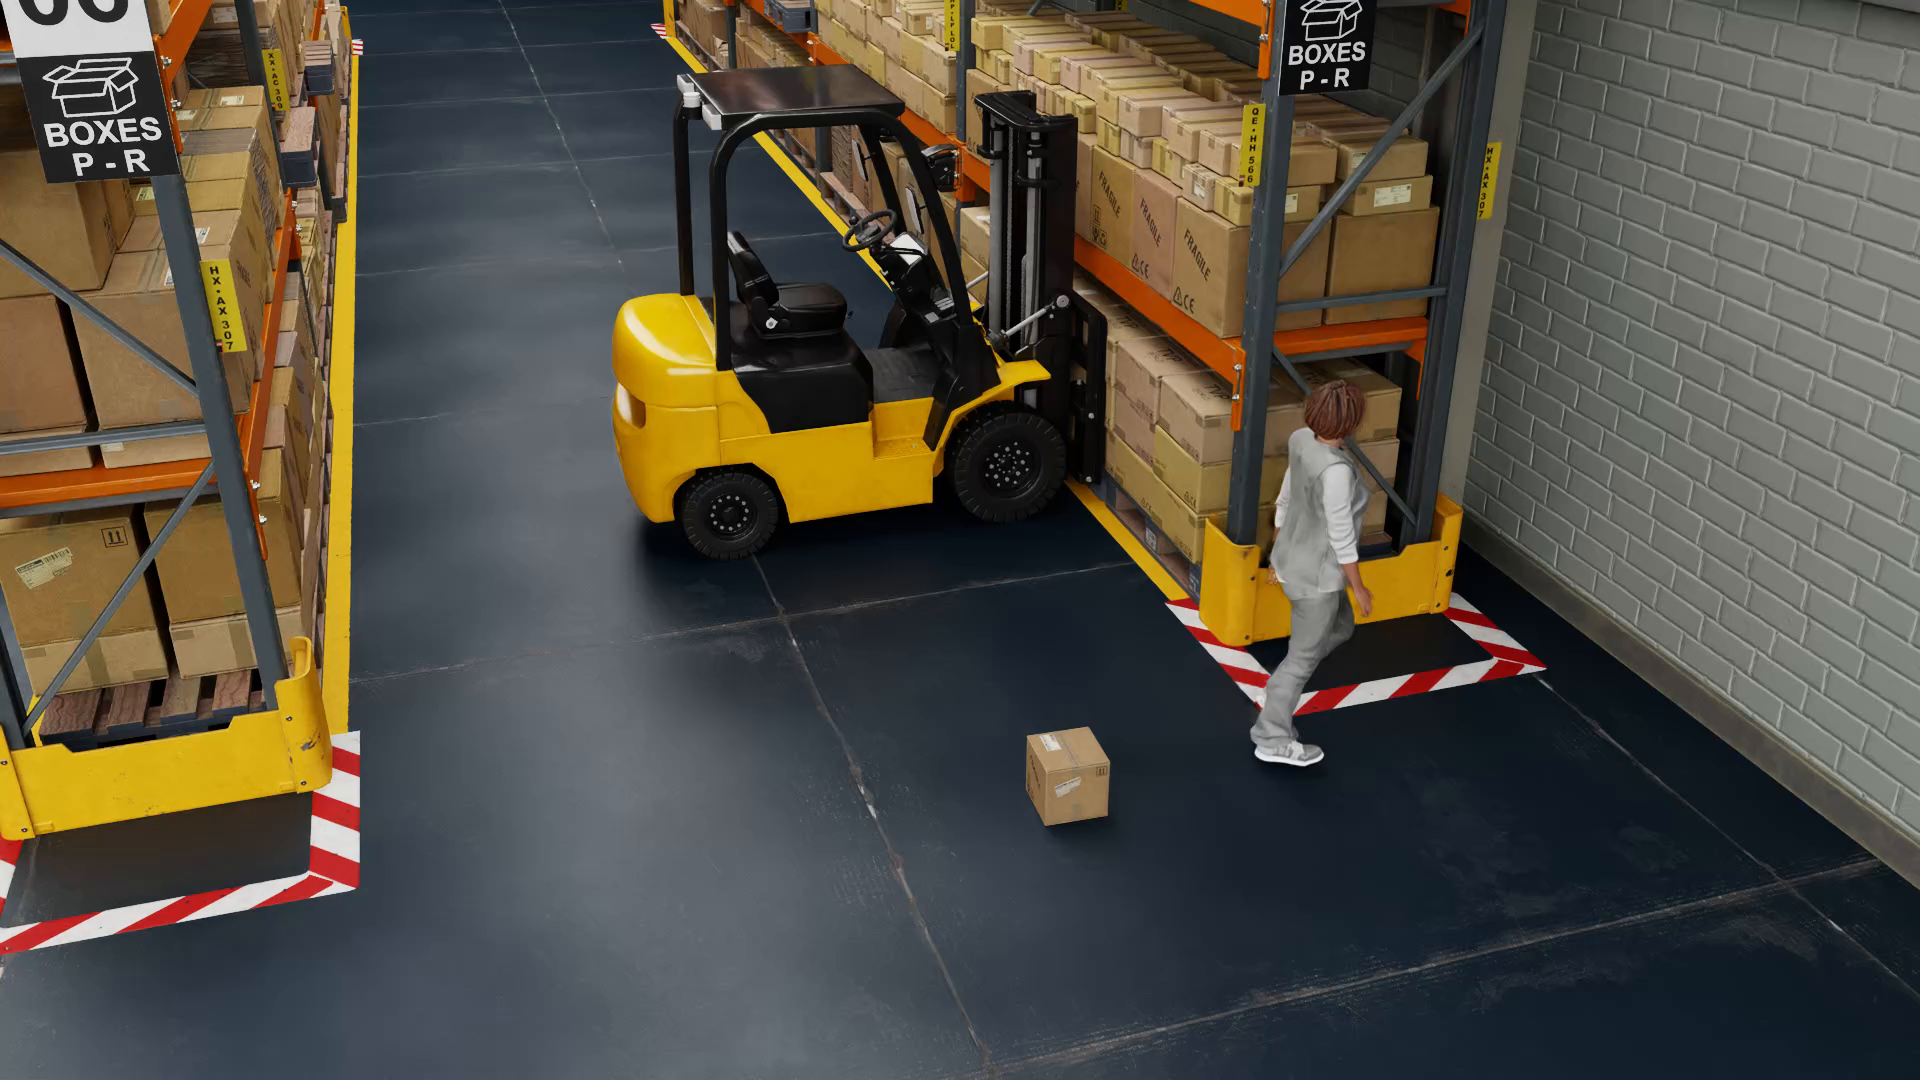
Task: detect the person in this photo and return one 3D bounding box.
[{"bbox_3d":[1.354,0.140,6.317,0.427,1.611,0.420,-2,27,-4],"label":"person"}]
